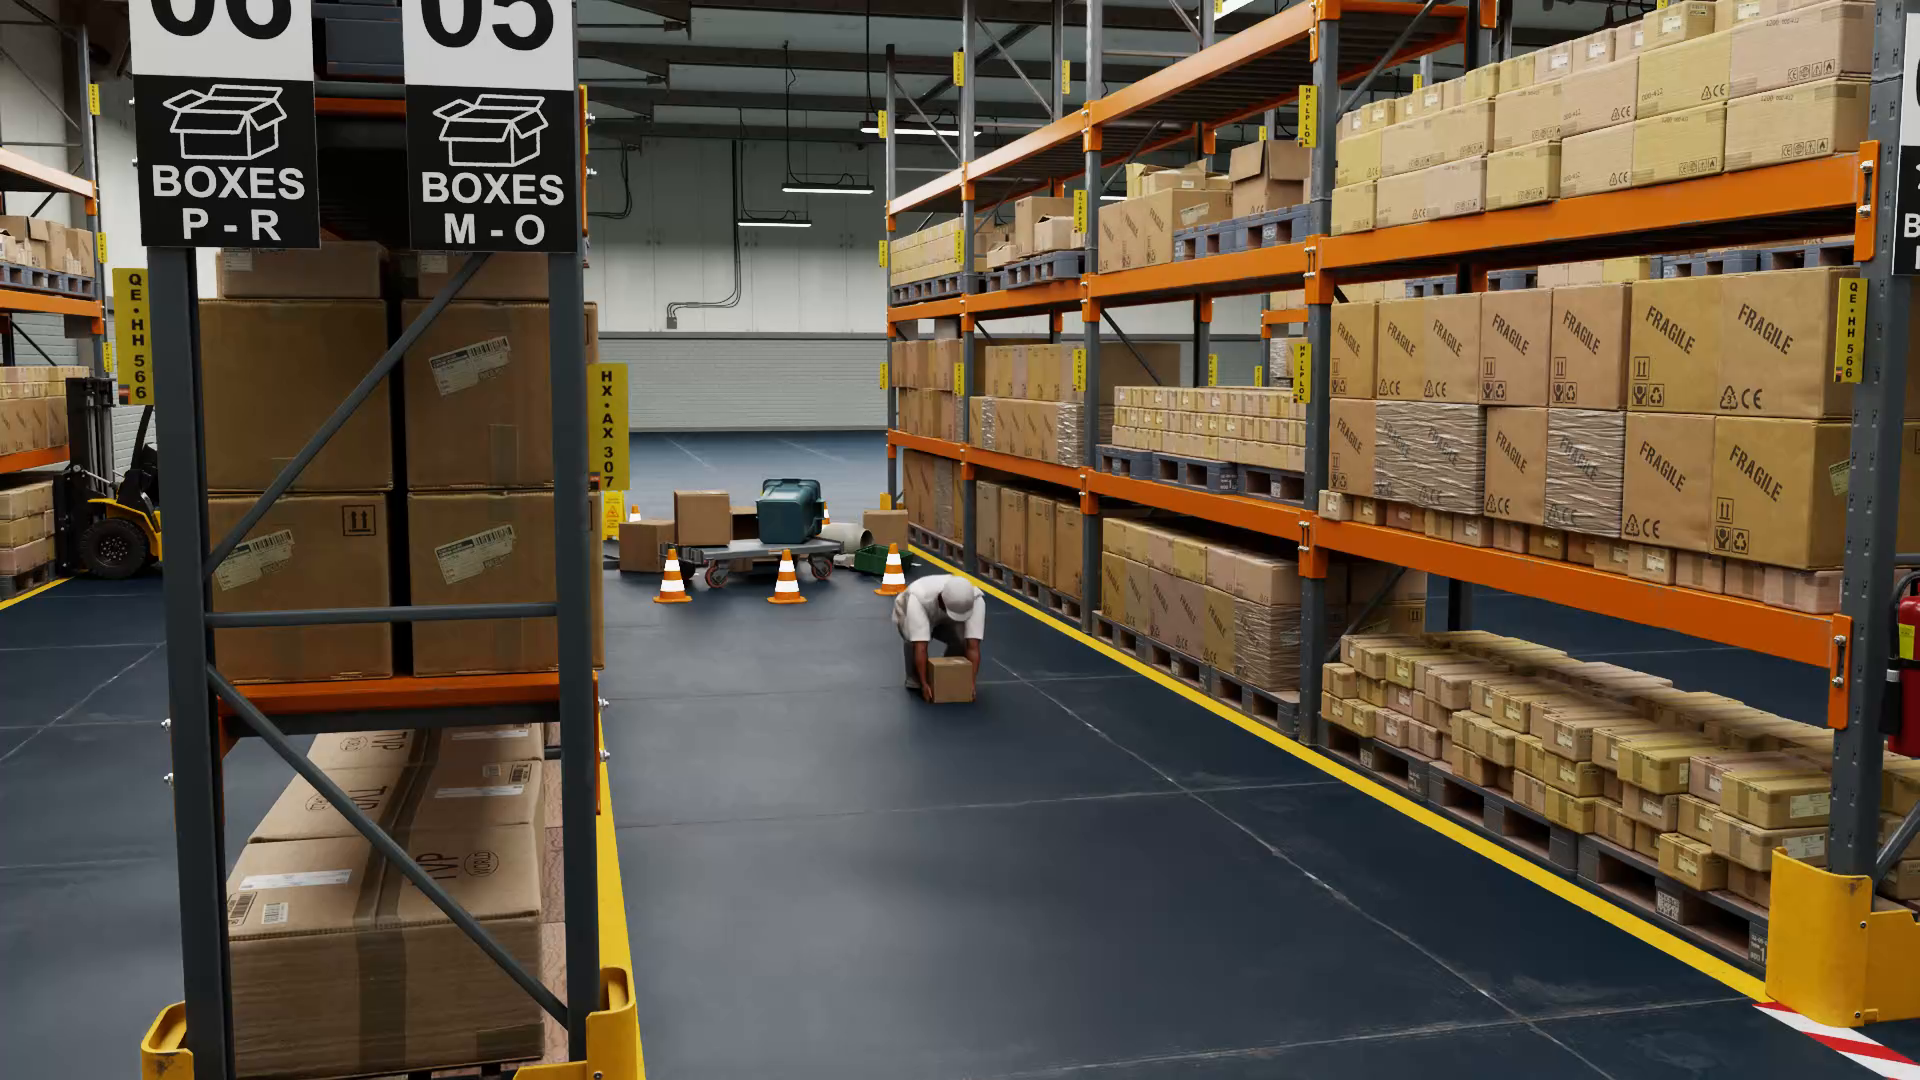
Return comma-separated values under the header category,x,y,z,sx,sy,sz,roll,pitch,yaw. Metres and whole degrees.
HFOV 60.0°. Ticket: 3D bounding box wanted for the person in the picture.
category,x,y,z,sx,sy,sz,roll,pitch,yaw
person,-0.184,0.089,11.020,0.598,1.763,0.439,-2,6,-15
